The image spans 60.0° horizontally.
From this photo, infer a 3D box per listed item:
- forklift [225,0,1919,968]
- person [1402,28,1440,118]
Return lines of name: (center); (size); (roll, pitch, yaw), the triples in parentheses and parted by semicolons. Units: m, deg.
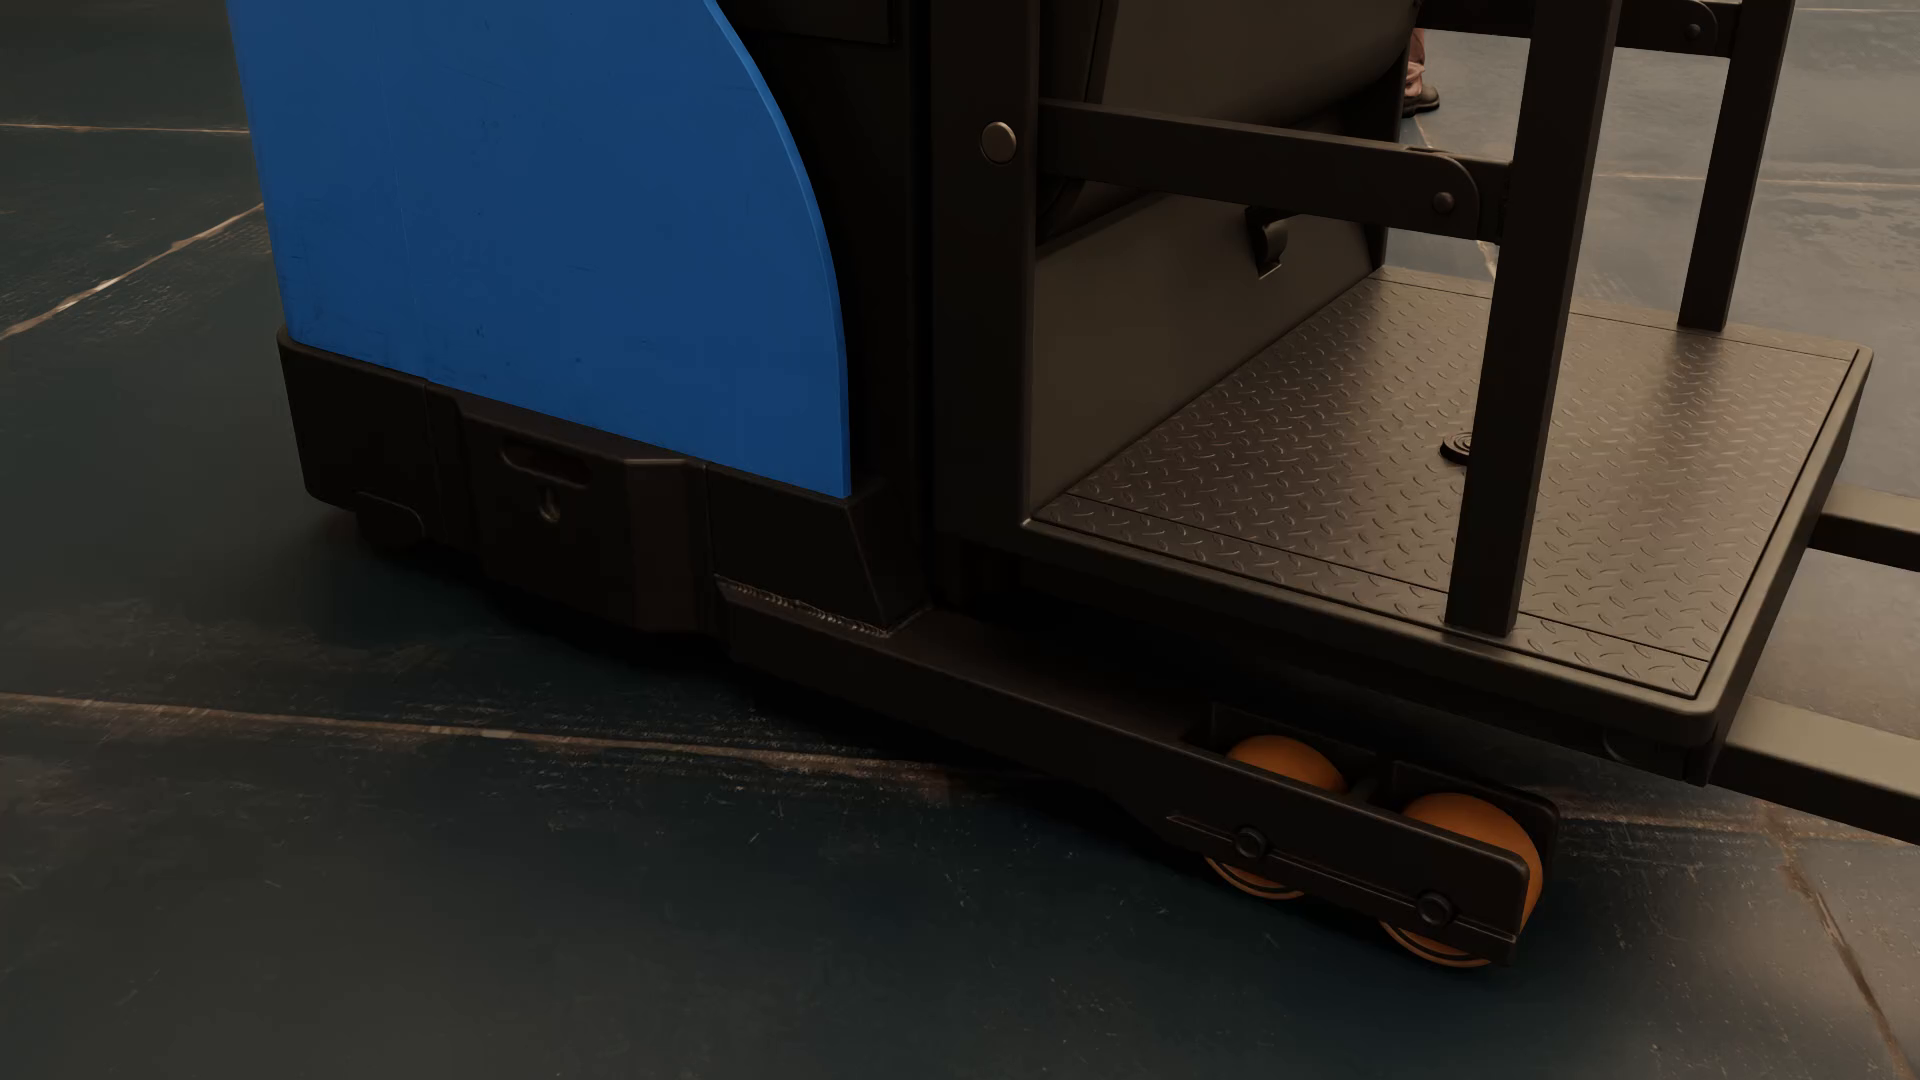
forklift: (0.525, -1.160, 1.542); (3.031, 2.935, 1.130); (16, 31, 29)
person: (1.191, -2.122, 4.828); (0.586, 1.720, 0.427); (9, 28, 18)
